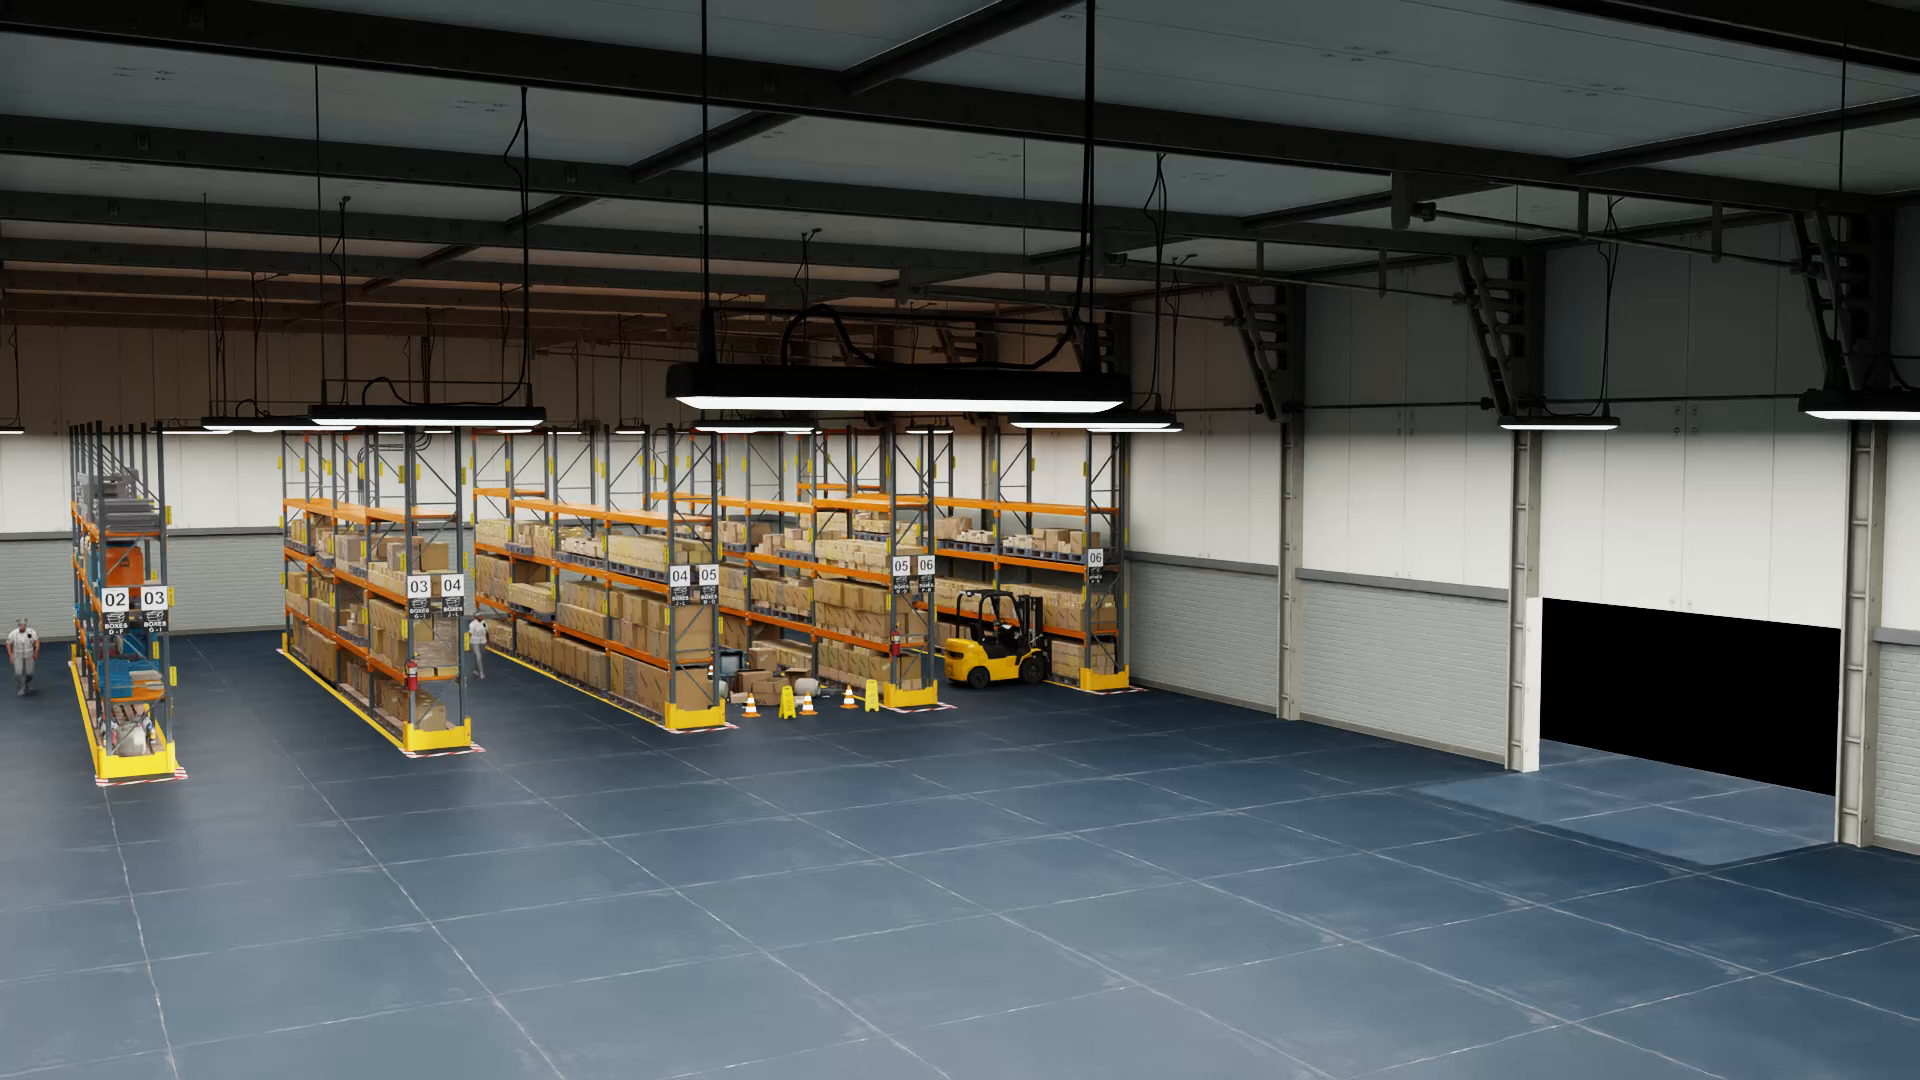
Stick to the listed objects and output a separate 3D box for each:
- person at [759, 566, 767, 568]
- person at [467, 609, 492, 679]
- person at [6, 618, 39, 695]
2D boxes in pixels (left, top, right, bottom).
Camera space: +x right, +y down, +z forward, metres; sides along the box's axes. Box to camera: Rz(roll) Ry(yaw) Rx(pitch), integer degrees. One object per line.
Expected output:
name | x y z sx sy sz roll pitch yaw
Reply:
person | -6.266 1.629 52.838 0.513 1.655 0.833 3 5 39
person | -11.431 2.453 39.533 0.516 1.622 1.063 -3 5 -39
person | -20.925 2.581 37.143 0.634 1.727 0.633 -2 4 -28
